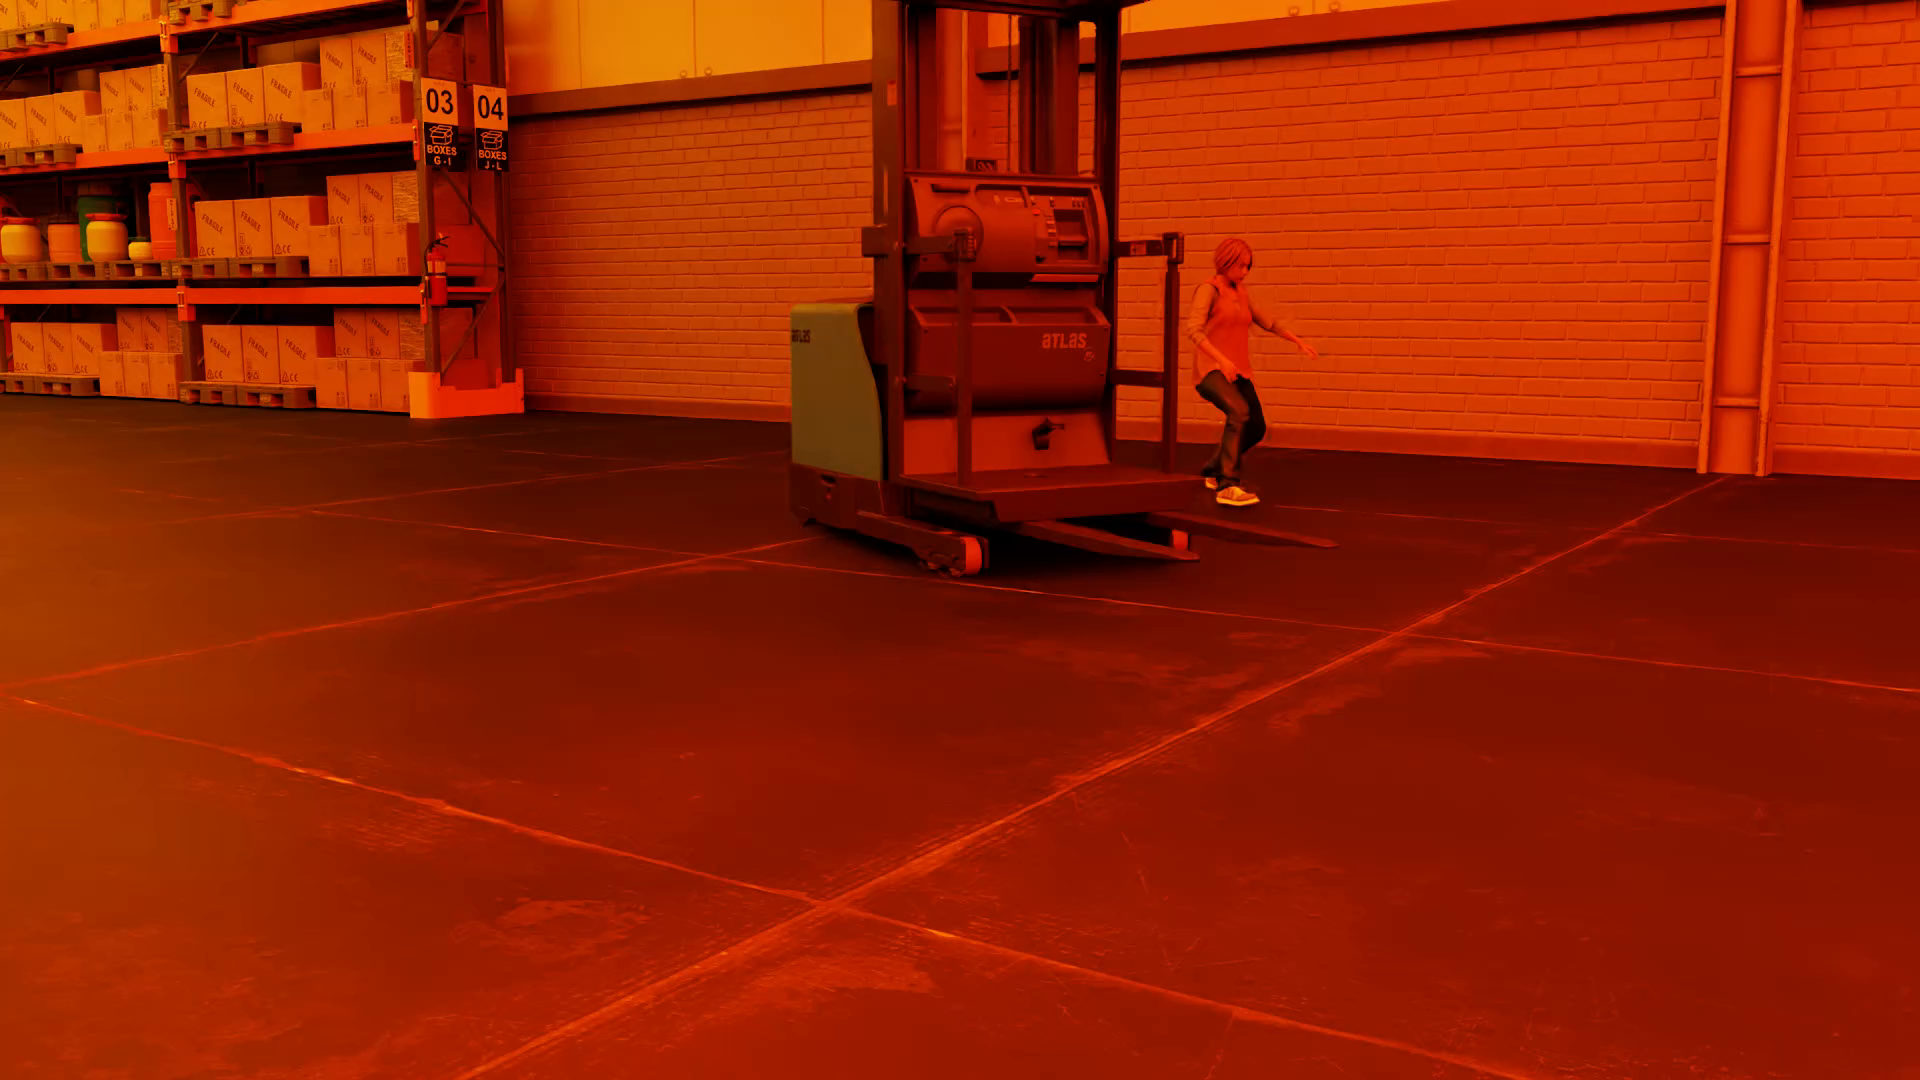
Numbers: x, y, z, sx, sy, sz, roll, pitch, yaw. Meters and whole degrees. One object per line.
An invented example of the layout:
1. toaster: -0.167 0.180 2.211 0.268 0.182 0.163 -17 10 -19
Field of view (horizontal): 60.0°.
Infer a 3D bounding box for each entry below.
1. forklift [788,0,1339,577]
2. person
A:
1. forklift: 0.320 -1.375 6.861 1.130 2.935 3.031 -4 9 -28
2. person: 1.531 -0.918 9.136 0.842 1.460 0.880 8 11 44
